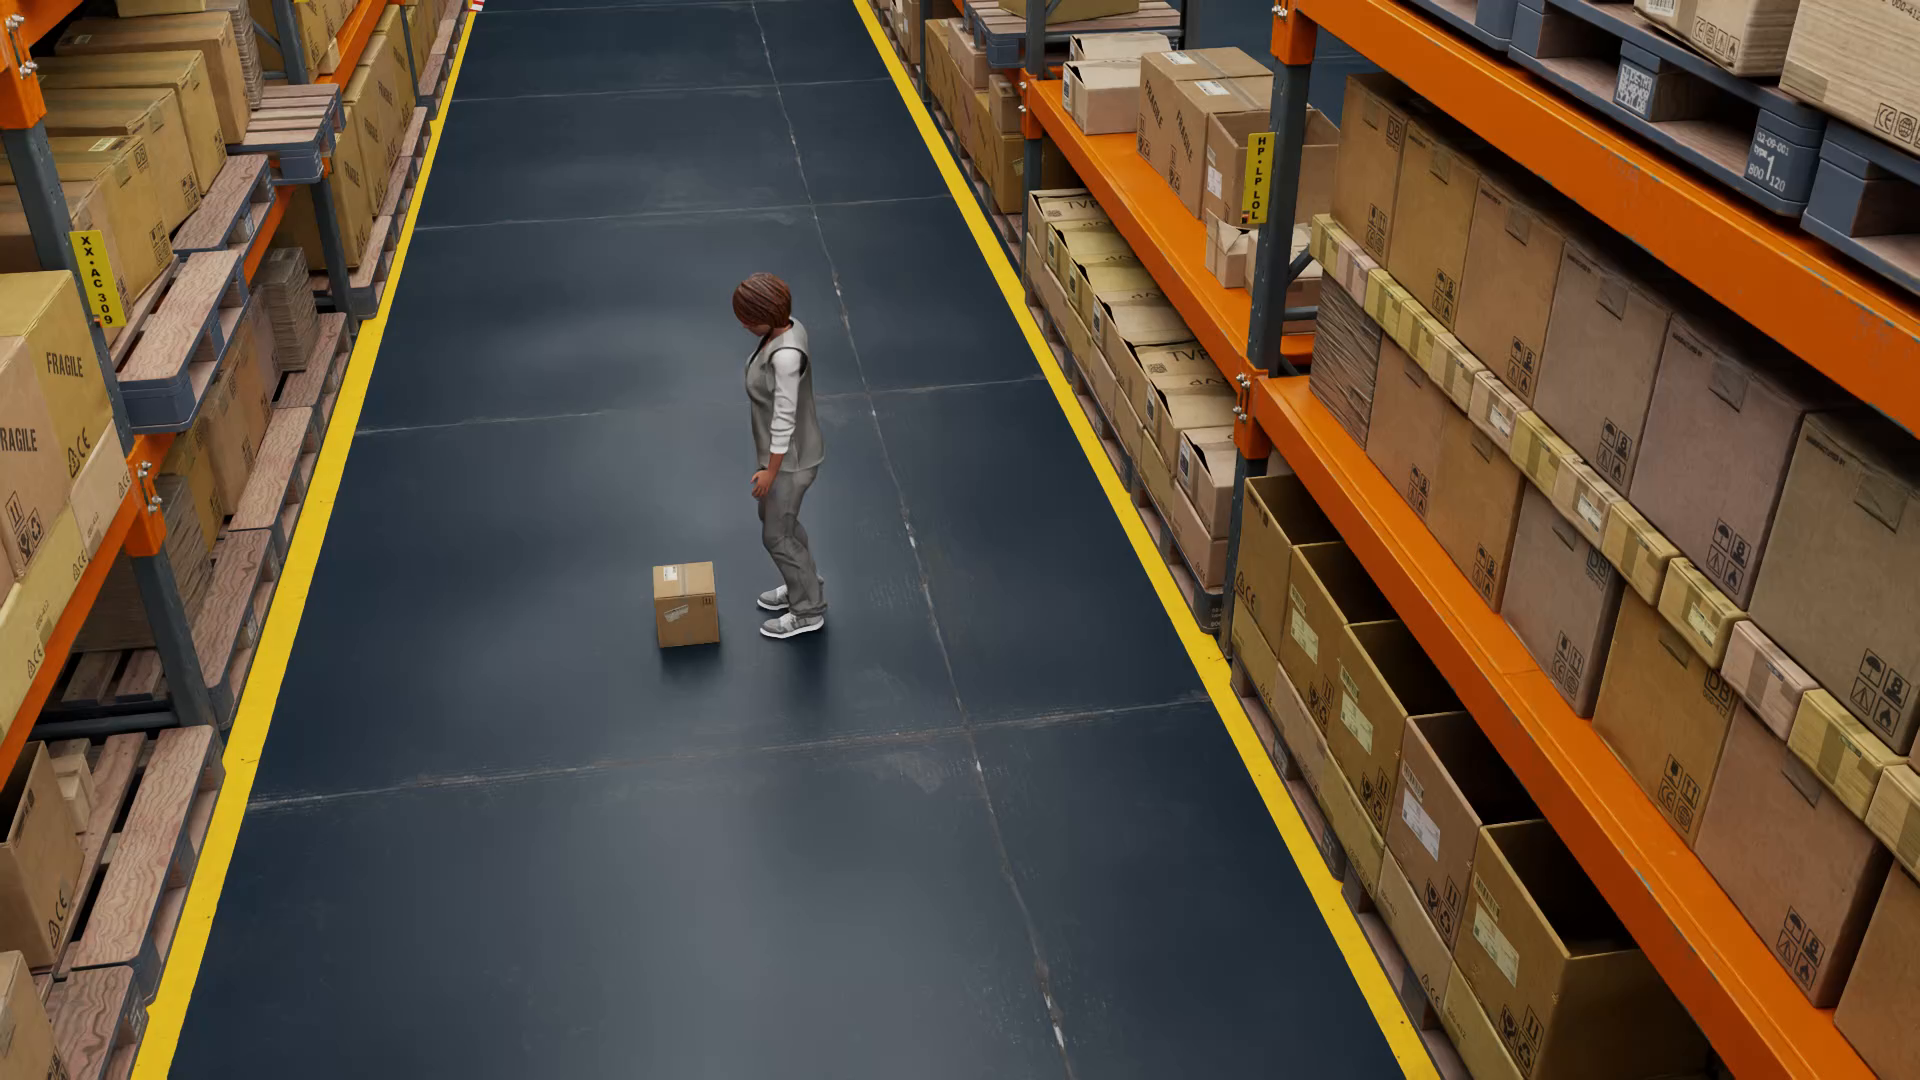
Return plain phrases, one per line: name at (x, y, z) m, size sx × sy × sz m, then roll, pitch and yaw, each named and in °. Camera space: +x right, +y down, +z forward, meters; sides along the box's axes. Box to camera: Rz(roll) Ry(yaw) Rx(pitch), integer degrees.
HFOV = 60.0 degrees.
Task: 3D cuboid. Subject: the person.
person at (-0.705, -0.322, 6.715) m, size 0.328 × 1.567 × 0.415 m, roll -5°, pitch 31°, yaw -8°
